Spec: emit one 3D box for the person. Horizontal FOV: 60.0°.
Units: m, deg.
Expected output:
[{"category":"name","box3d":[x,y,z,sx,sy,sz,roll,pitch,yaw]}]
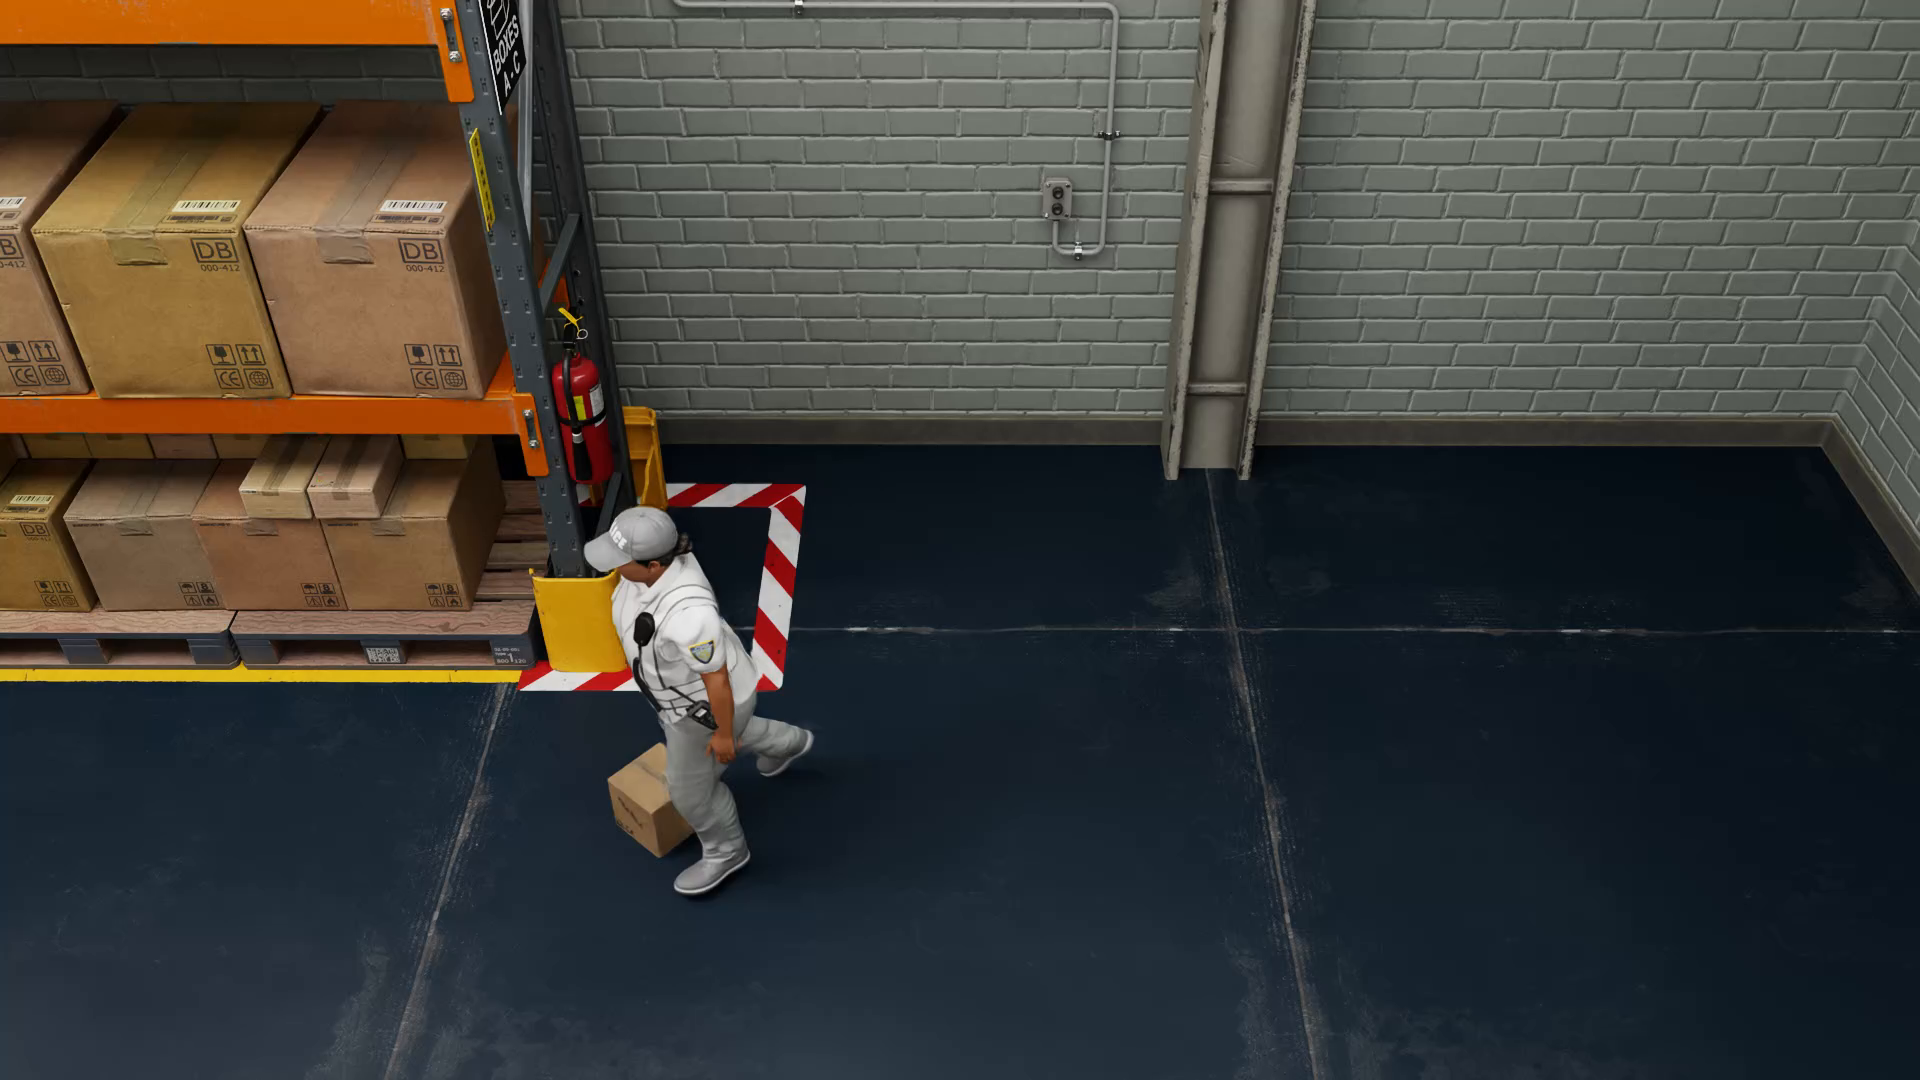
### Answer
[{"category":"person","box3d":[-0.813,0.467,5.585,0.724,1.638,0.529,-17,43,-20]}]
